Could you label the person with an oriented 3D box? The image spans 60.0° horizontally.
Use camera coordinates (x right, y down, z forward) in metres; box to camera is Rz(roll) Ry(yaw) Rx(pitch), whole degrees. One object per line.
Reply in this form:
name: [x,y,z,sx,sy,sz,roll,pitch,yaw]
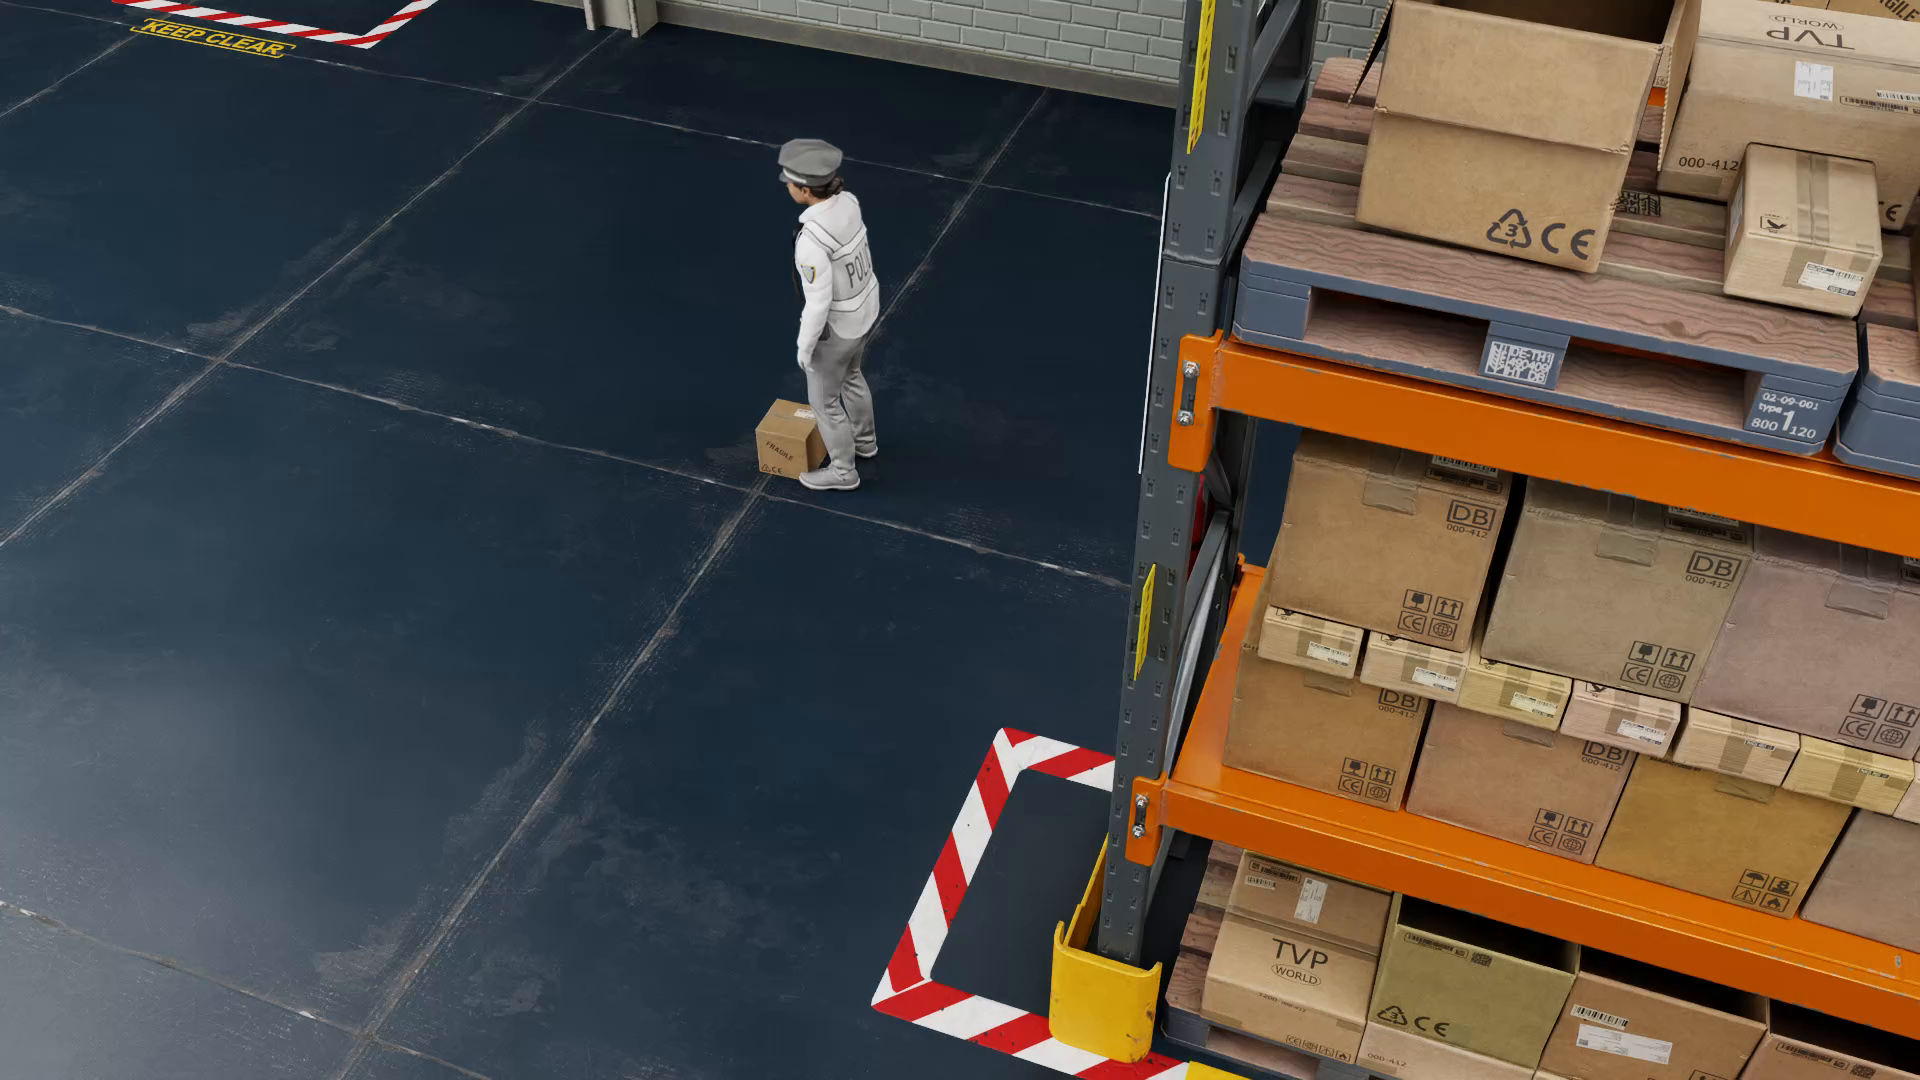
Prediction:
person: [-0.550,-0.944,7.214,0.372,1.663,0.529,14,44,15]
